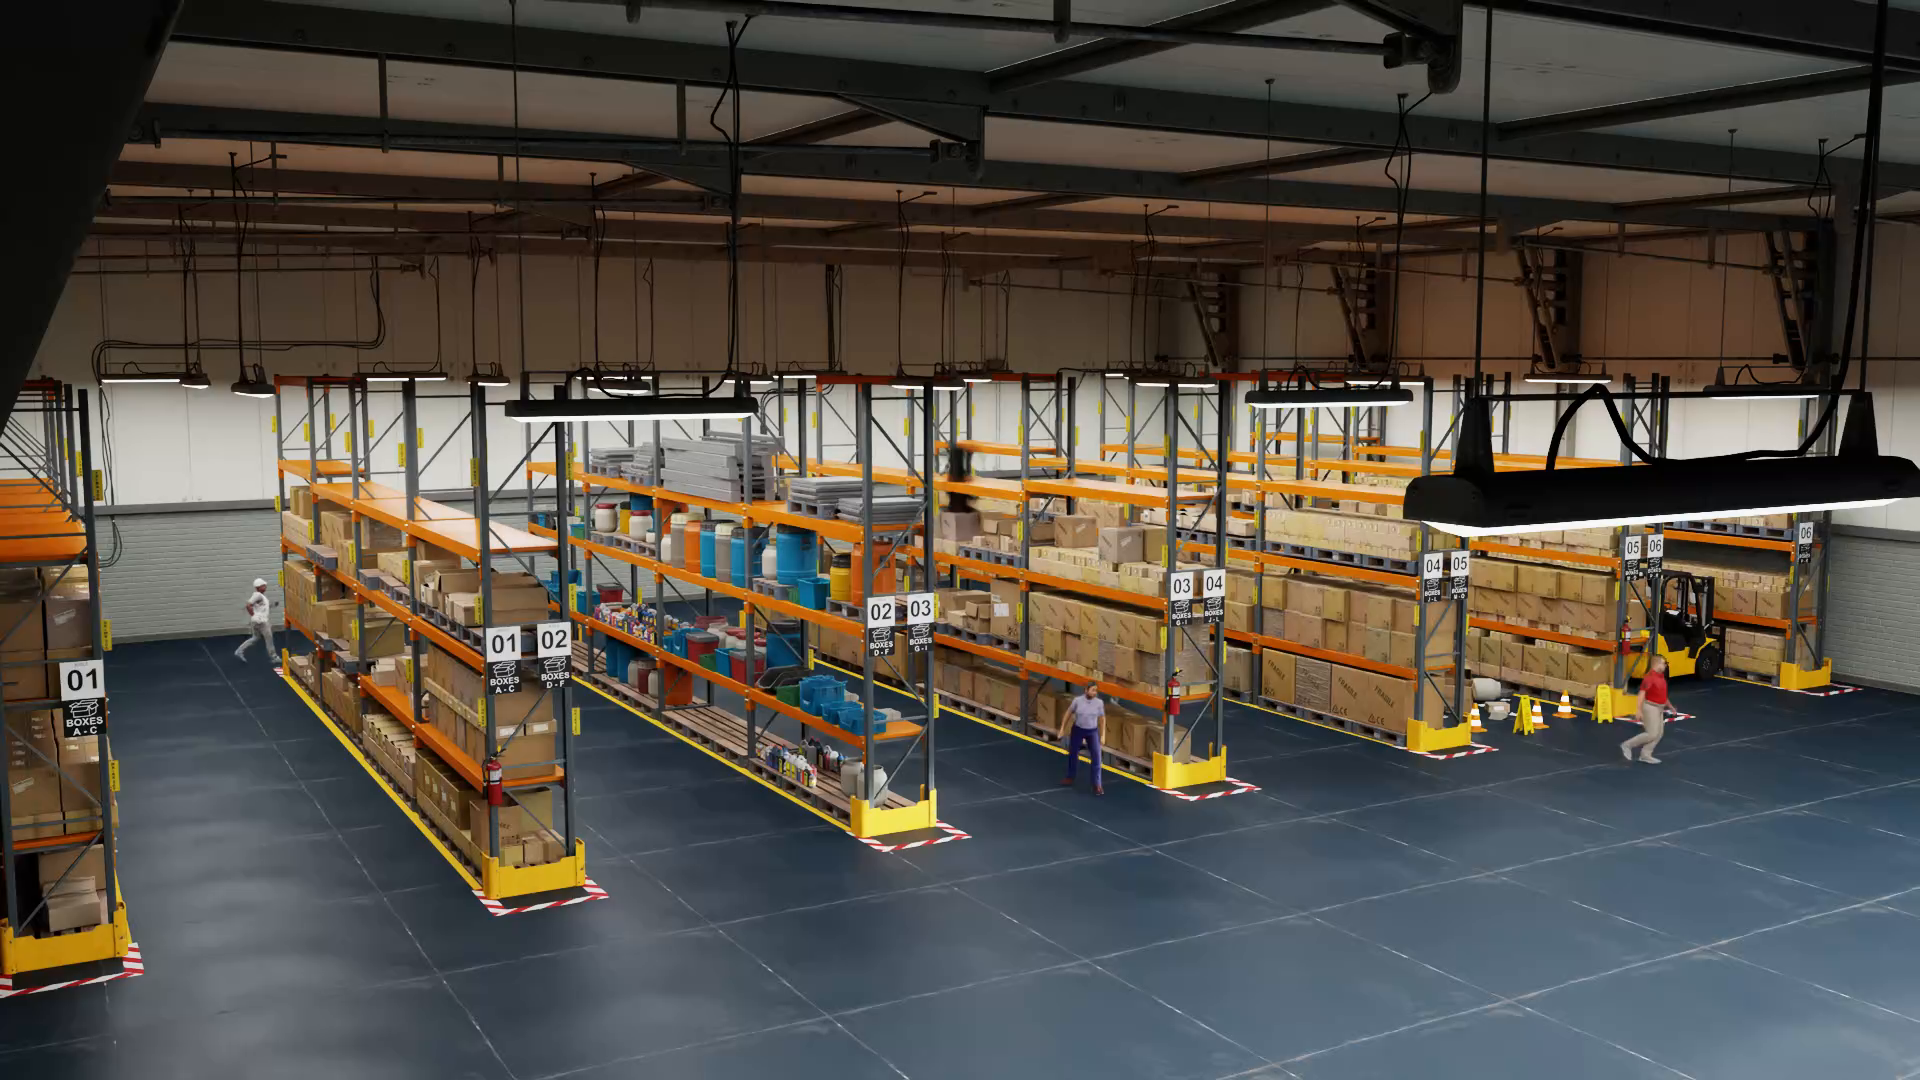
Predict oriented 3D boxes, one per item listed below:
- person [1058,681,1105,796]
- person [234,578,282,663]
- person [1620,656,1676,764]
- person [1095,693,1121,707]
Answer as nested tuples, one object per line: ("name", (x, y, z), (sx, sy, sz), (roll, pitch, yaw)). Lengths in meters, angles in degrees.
("person", (1.781, 2.864, 24.389), (0.697, 1.623, 0.770), (0, 6, 1))
("person", (-14.422, 1.672, 34.199), (1.000, 1.768, 0.674), (-3, 7, -29))
("person", (10.752, 2.649, 25.988), (0.702, 1.696, 0.708), (5, 8, 36))
("person", (2.712, 2.249, 30.066), (0.752, 1.667, 0.786), (-2, 7, -21))
